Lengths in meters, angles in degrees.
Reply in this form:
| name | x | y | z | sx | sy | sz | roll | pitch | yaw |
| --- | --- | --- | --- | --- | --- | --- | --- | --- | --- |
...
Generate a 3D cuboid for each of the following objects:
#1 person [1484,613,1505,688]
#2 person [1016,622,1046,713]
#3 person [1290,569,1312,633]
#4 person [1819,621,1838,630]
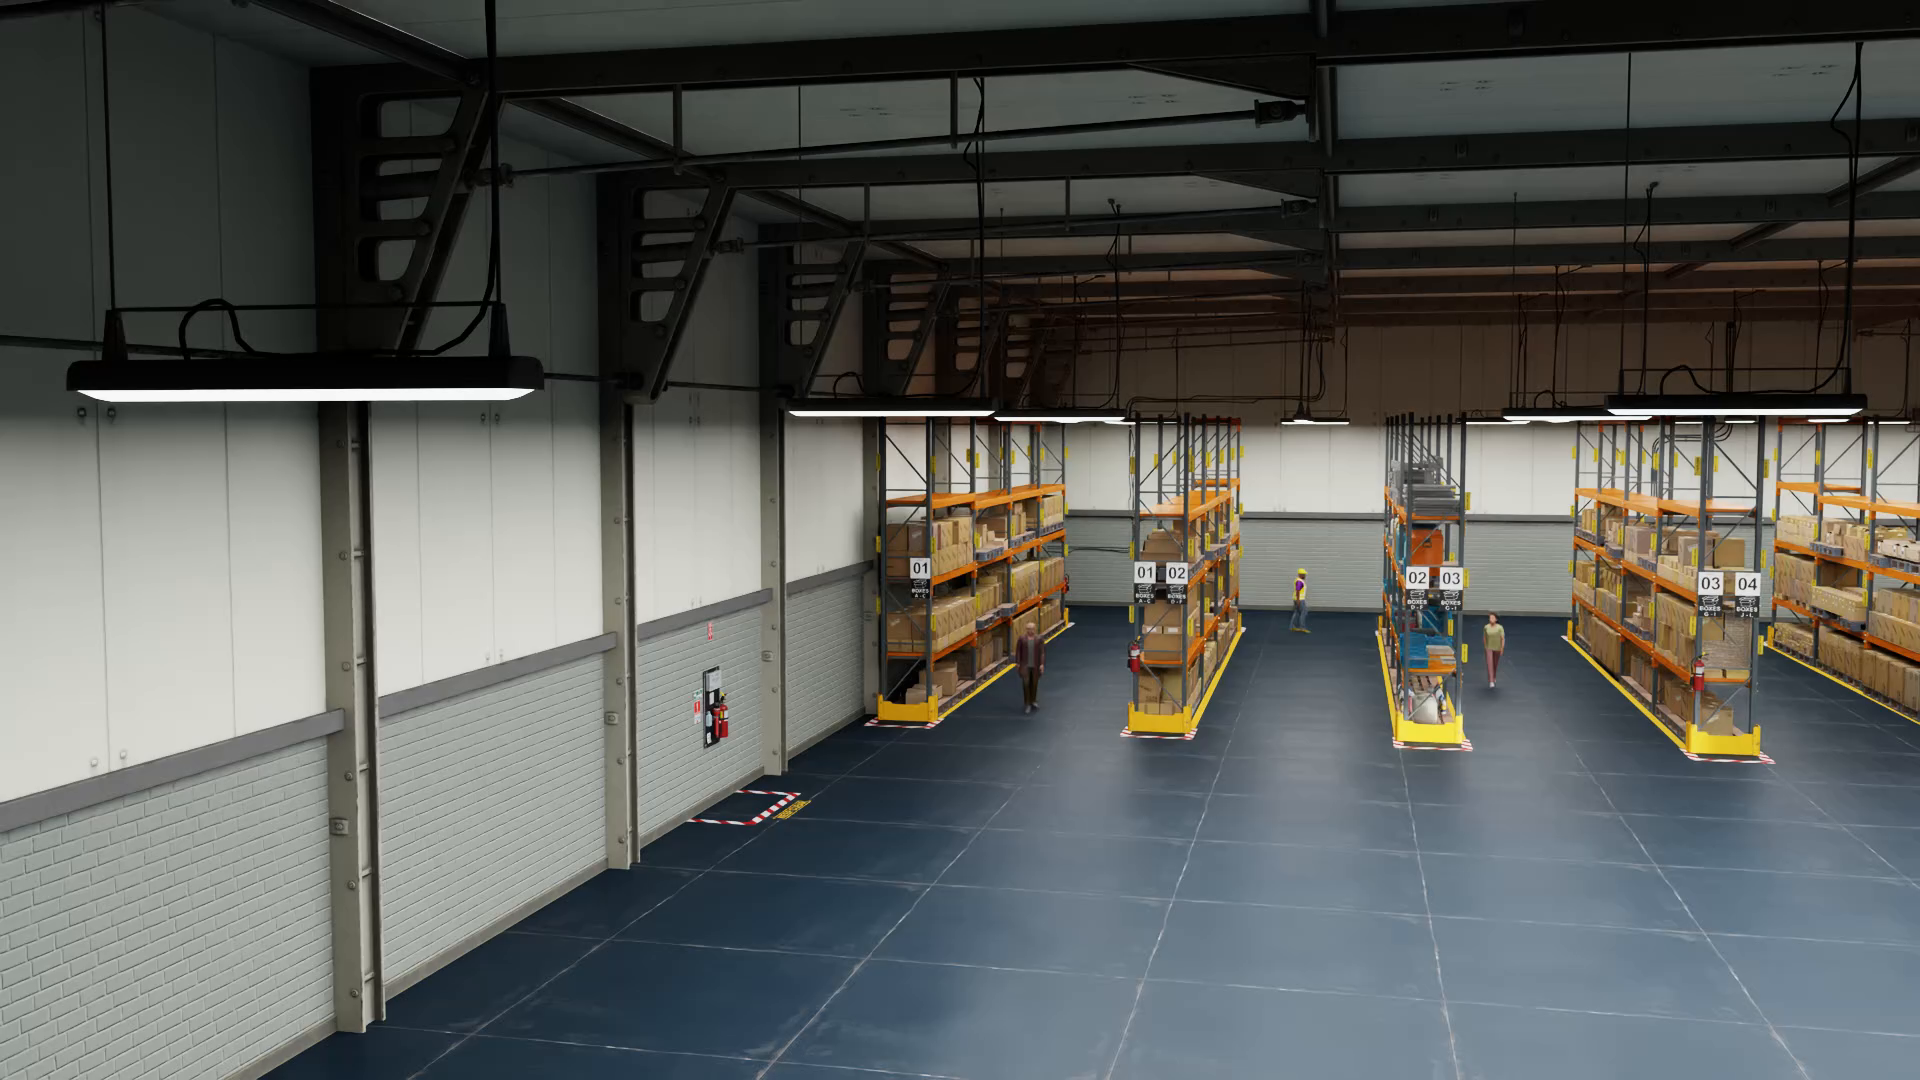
| name | x | y | z | sx | sy | sz | roll | pitch | yaw |
| --- | --- | --- | --- | --- | --- | --- | --- | --- | --- |
| person | 11.811 | 2.429 | 36.750 | 0.426 | 1.579 | 1.058 | 1 | 4 | 11 |
| person | 1.433 | 2.585 | 33.670 | 0.606 | 1.847 | 0.748 | 0 | 4 | -2 |
| person | 9.545 | 1.704 | 46.570 | 0.587 | 1.801 | 0.620 | 0 | 4 | 4 |
| person | 22.980 | 1.894 | 44.231 | 0.477 | 1.637 | 0.863 | -3 | 5 | -41 |
